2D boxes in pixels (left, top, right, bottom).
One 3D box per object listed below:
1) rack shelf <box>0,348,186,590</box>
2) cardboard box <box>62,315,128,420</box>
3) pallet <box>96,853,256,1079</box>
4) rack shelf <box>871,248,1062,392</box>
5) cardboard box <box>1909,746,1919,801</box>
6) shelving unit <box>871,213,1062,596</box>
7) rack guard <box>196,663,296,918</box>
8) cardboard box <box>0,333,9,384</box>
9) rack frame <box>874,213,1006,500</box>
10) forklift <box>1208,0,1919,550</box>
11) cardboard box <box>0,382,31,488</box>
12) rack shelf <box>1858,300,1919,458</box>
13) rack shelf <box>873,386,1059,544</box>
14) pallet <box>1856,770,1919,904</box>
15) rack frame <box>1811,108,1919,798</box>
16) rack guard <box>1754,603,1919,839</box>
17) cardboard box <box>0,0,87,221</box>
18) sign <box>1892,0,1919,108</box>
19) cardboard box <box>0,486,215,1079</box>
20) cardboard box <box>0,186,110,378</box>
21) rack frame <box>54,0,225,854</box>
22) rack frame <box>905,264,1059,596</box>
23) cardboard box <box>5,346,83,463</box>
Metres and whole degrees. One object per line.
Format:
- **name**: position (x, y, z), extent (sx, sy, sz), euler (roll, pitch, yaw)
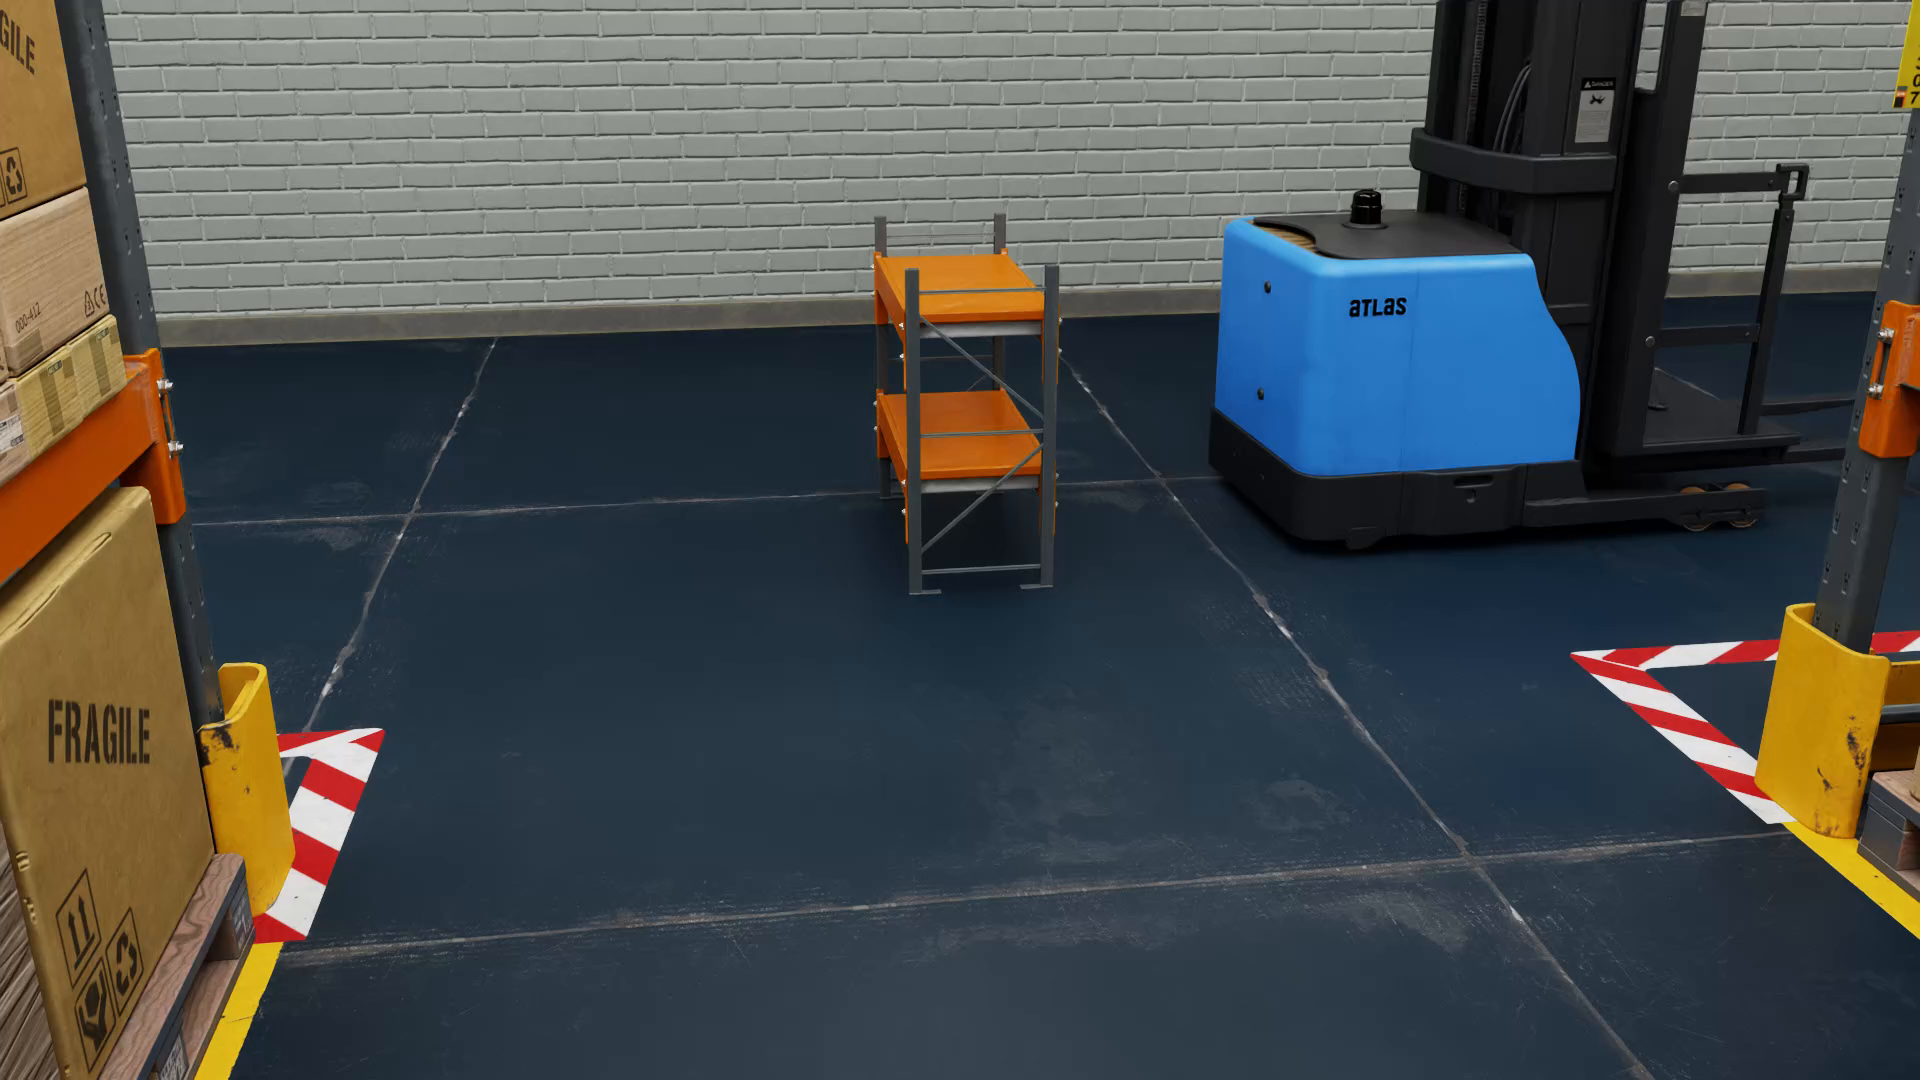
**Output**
- **rack shelf**: position (-1.919, 0.482, 1.667), extent (1.077, 0.370, 4.000), euler (-3, 21, -8)
- **cardboard box**: position (-1.830, -0.323, 3.154), extent (0.380, 0.149, 0.250), euler (-3, 21, -7)
- **pallet**: position (-2.014, 1.032, 3.152), extent (1.003, 0.211, 1.213), euler (-3, 21, -8)
- **rack shelf**: position (-0.001, -0.803, 5.923), extent (0.538, 0.278, 1.000), euler (-3, 21, -8)
- **cardboard box**: position (2.474, 0.574, 3.868), extent (0.380, 0.149, 0.250), euler (-2, 21, -7)
- **shelving unit**: position (-0.001, -0.529, 6.026), extent (0.538, 1.125, 1.048), euler (-3, 21, -8)
- **rack guard**: position (-2.211, 0.615, 3.855), extent (1.175, 0.500, 0.348), euler (-3, 21, -8)
- **cardboard box**: position (-1.802, -0.287, 2.486), extent (0.500, 0.250, 0.500), euler (-3, 21, -9)
- **rack frame**: position (-0.074, -0.705, 6.497), extent (0.500, 1.125, 0.032), euler (-3, 21, -8)
- **forklift**: position (2.596, -1.583, 6.264), extent (3.031, 2.935, 1.130), euler (-4, 21, -11)
- **cardboard box**: position (-1.756, -0.146, 2.679), extent (0.380, 0.149, 0.250), euler (-3, 21, -8)
- **rack shelf**: position (3.004, 0.267, 2.243), extent (1.077, 0.370, 4.000), euler (-3, 21, -8)
- **rack shelf**: position (-0.001, -0.300, 6.111), extent (0.538, 0.278, 1.000), euler (-3, 21, -8)
- **pallet**: position (2.809, 0.853, 3.631), extent (1.003, 0.211, 1.213), euler (-3, 21, -8)
- **rack frame**: position (2.716, -0.763, 3.971), extent (1.000, 3.000, 0.127), euler (-3, 21, -8)
- **rack guard**: position (2.727, 0.435, 4.338), extent (1.175, 0.500, 0.348), euler (-3, 21, -8)
- **cardboard box**: position (-1.877, -0.813, 2.822), extent (0.500, 0.500, 0.500), euler (-3, 21, -7)
- **sign**: position (2.179, -1.141, 3.746), extent (0.100, 0.325, 0.005), euler (-3, 21, -8)
- **cardboard box**: position (-2.036, 0.469, 3.111), extent (0.875, 0.875, 0.875), euler (-3, 21, -8)
- **cardboard box**: position (-1.875, -0.462, 2.956), extent (0.500, 0.250, 0.500), euler (-3, 21, -9)
- **rack frame**: position (-2.207, -0.548, 3.395), extent (1.000, 3.000, 0.127), euler (-3, 21, -8)
- **rack frame**: position (0.072, -0.353, 5.554), extent (0.500, 1.125, 0.032), euler (-3, 21, -8)
- **cardboard box**: position (-1.791, -0.233, 2.913), extent (0.380, 0.149, 0.250), euler (-3, 21, -7)
